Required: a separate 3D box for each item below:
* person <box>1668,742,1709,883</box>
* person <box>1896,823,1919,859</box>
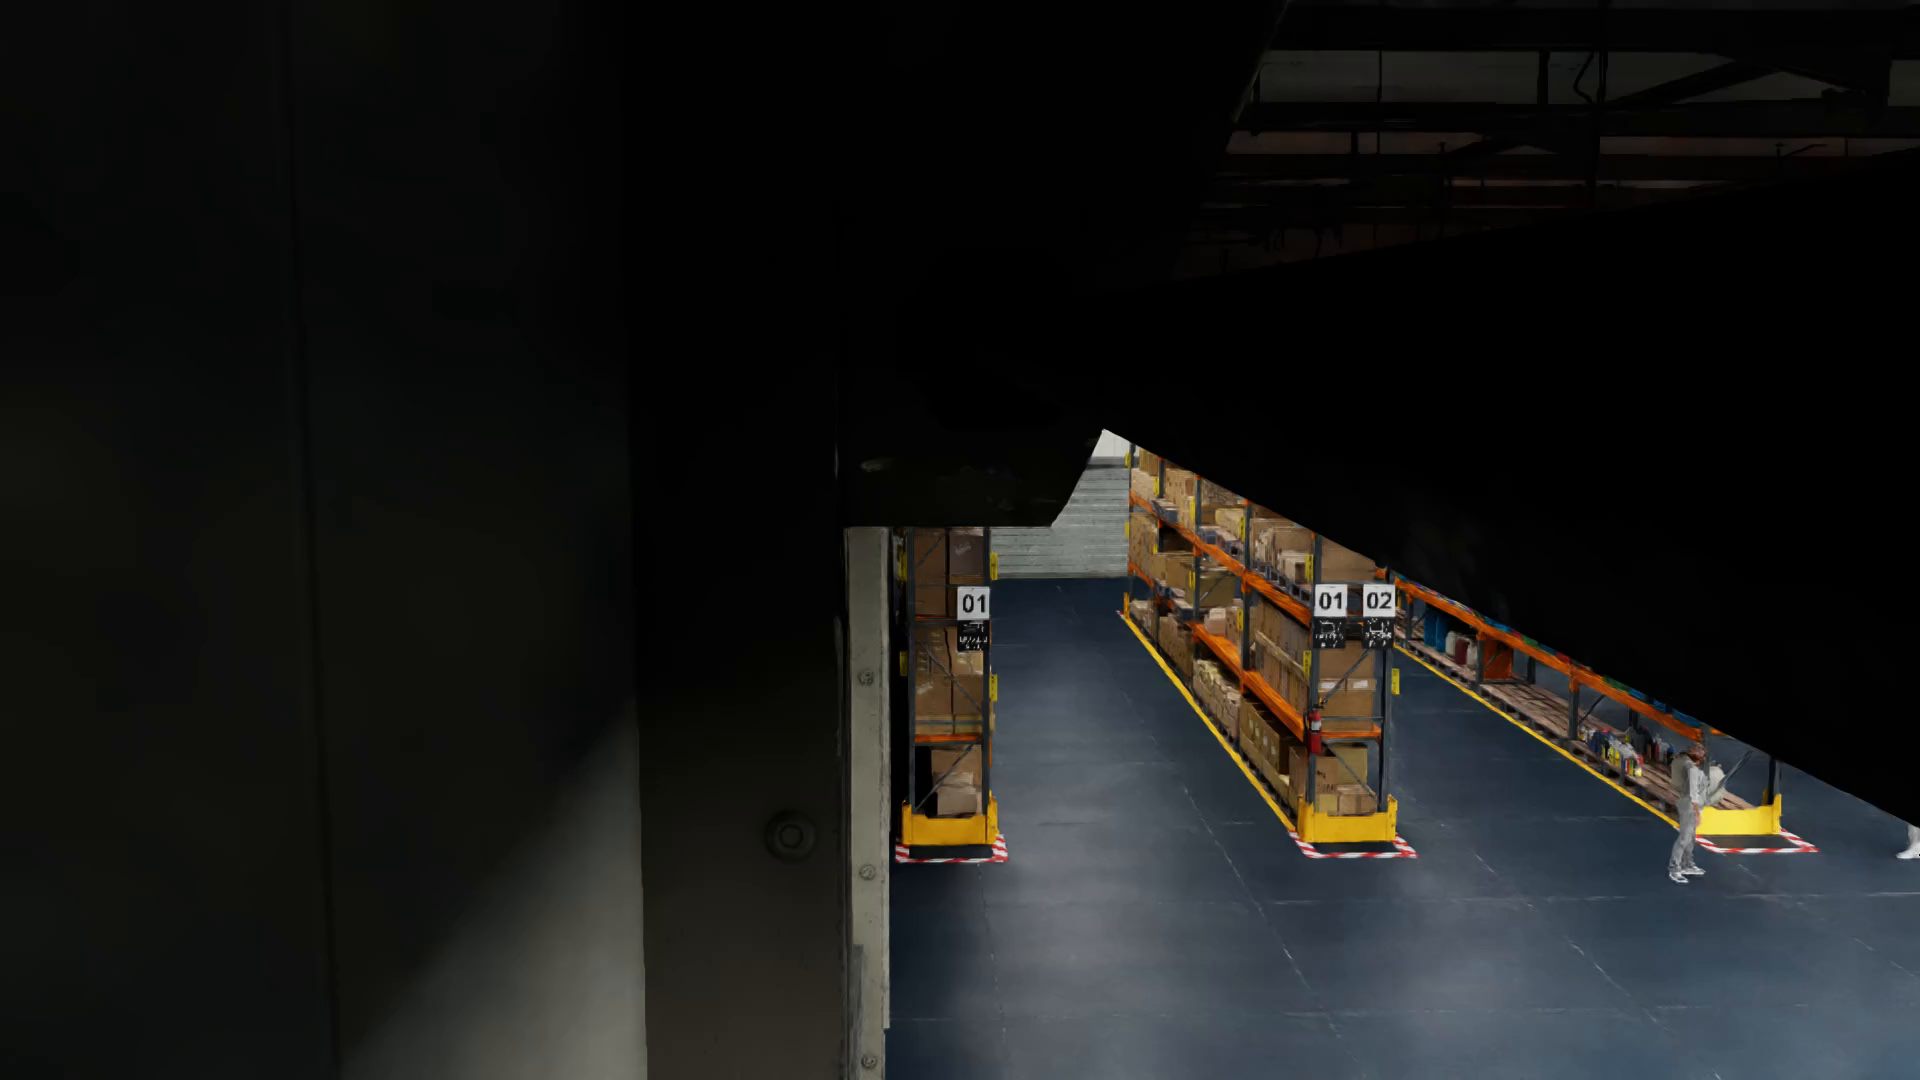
[{"bbox_3d":[8.375,3.102,19.050,0.422,1.599,0.515,2,8,18],"label":"person"},{"bbox_3d":[11.559,2.979,19.835,0.677,1.656,0.488,-4,8,-29],"label":"person"}]
